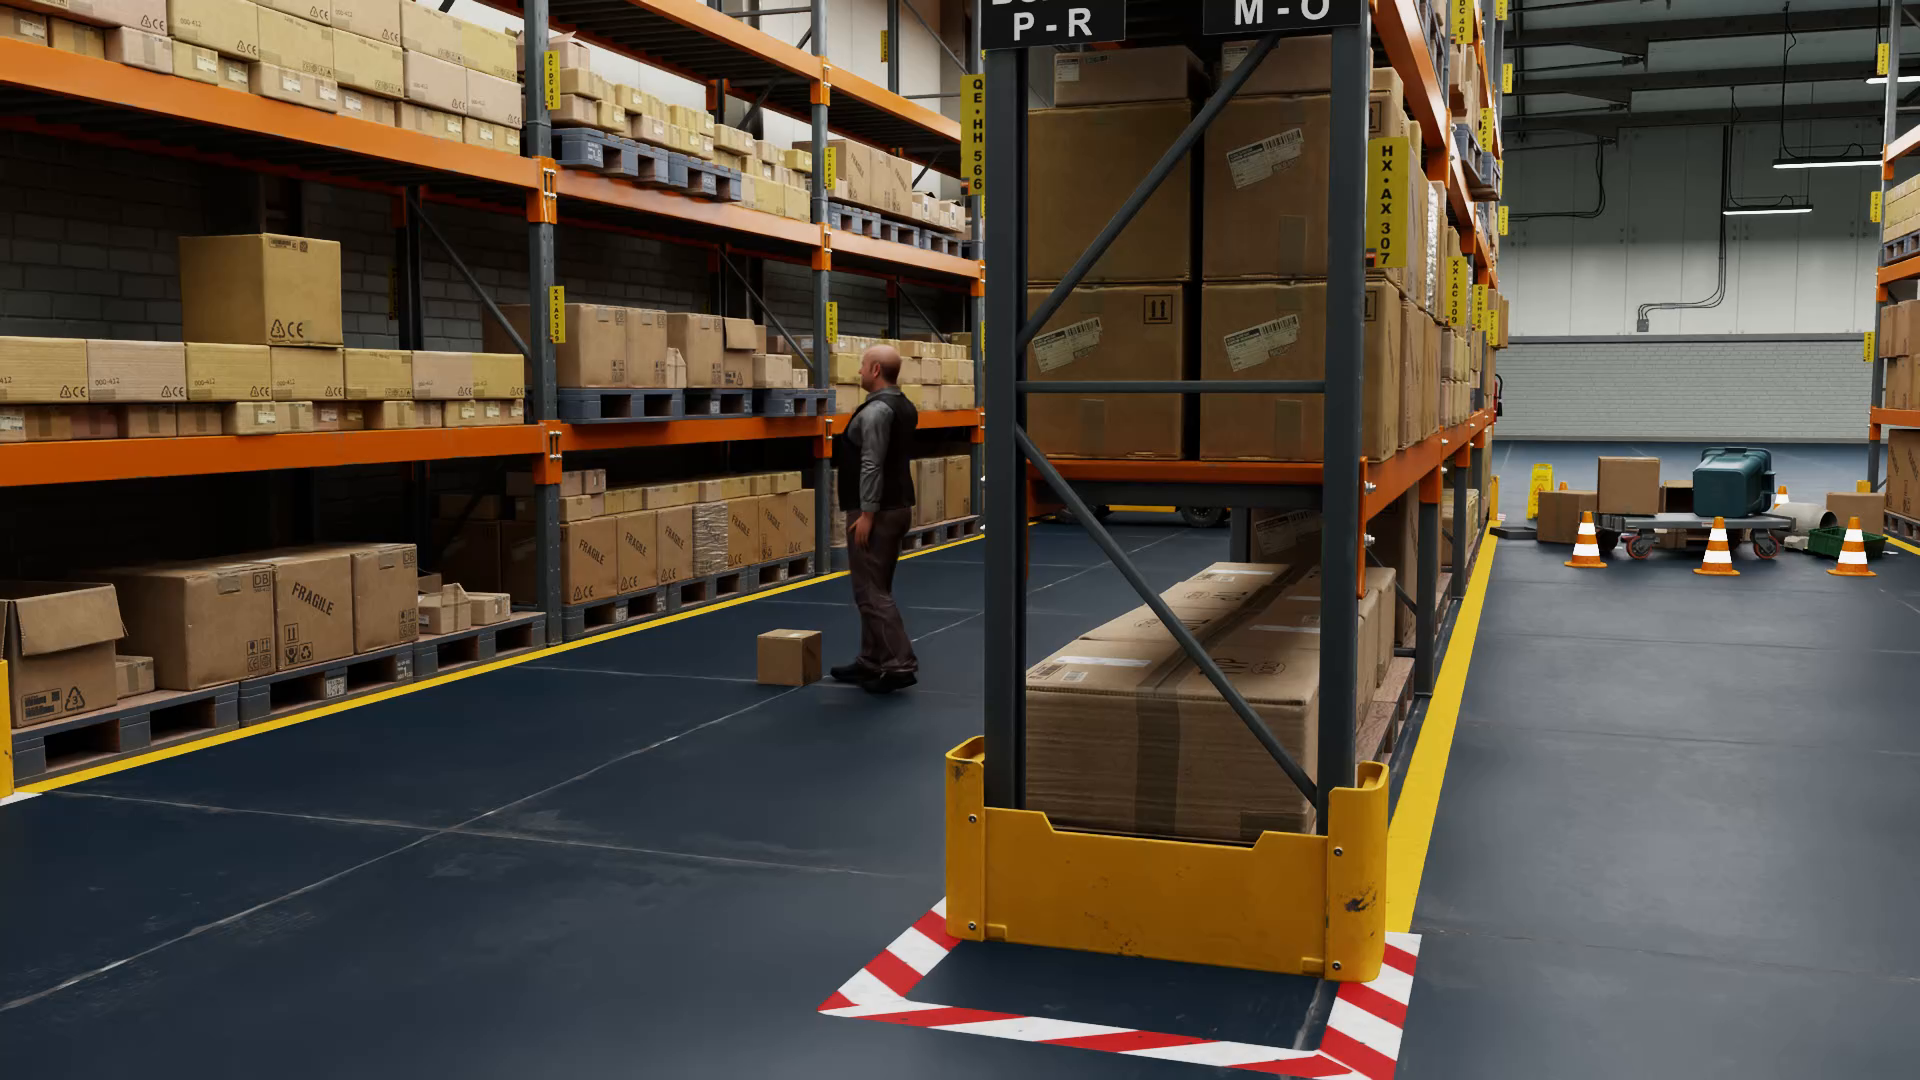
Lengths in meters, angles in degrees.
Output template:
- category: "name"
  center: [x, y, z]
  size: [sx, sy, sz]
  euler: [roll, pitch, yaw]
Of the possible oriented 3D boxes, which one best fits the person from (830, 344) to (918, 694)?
- category: "person"
  center: [-0.435, -0.107, 8.370]
  size: [0.570, 1.743, 0.555]
  euler: [2, 5, 18]
